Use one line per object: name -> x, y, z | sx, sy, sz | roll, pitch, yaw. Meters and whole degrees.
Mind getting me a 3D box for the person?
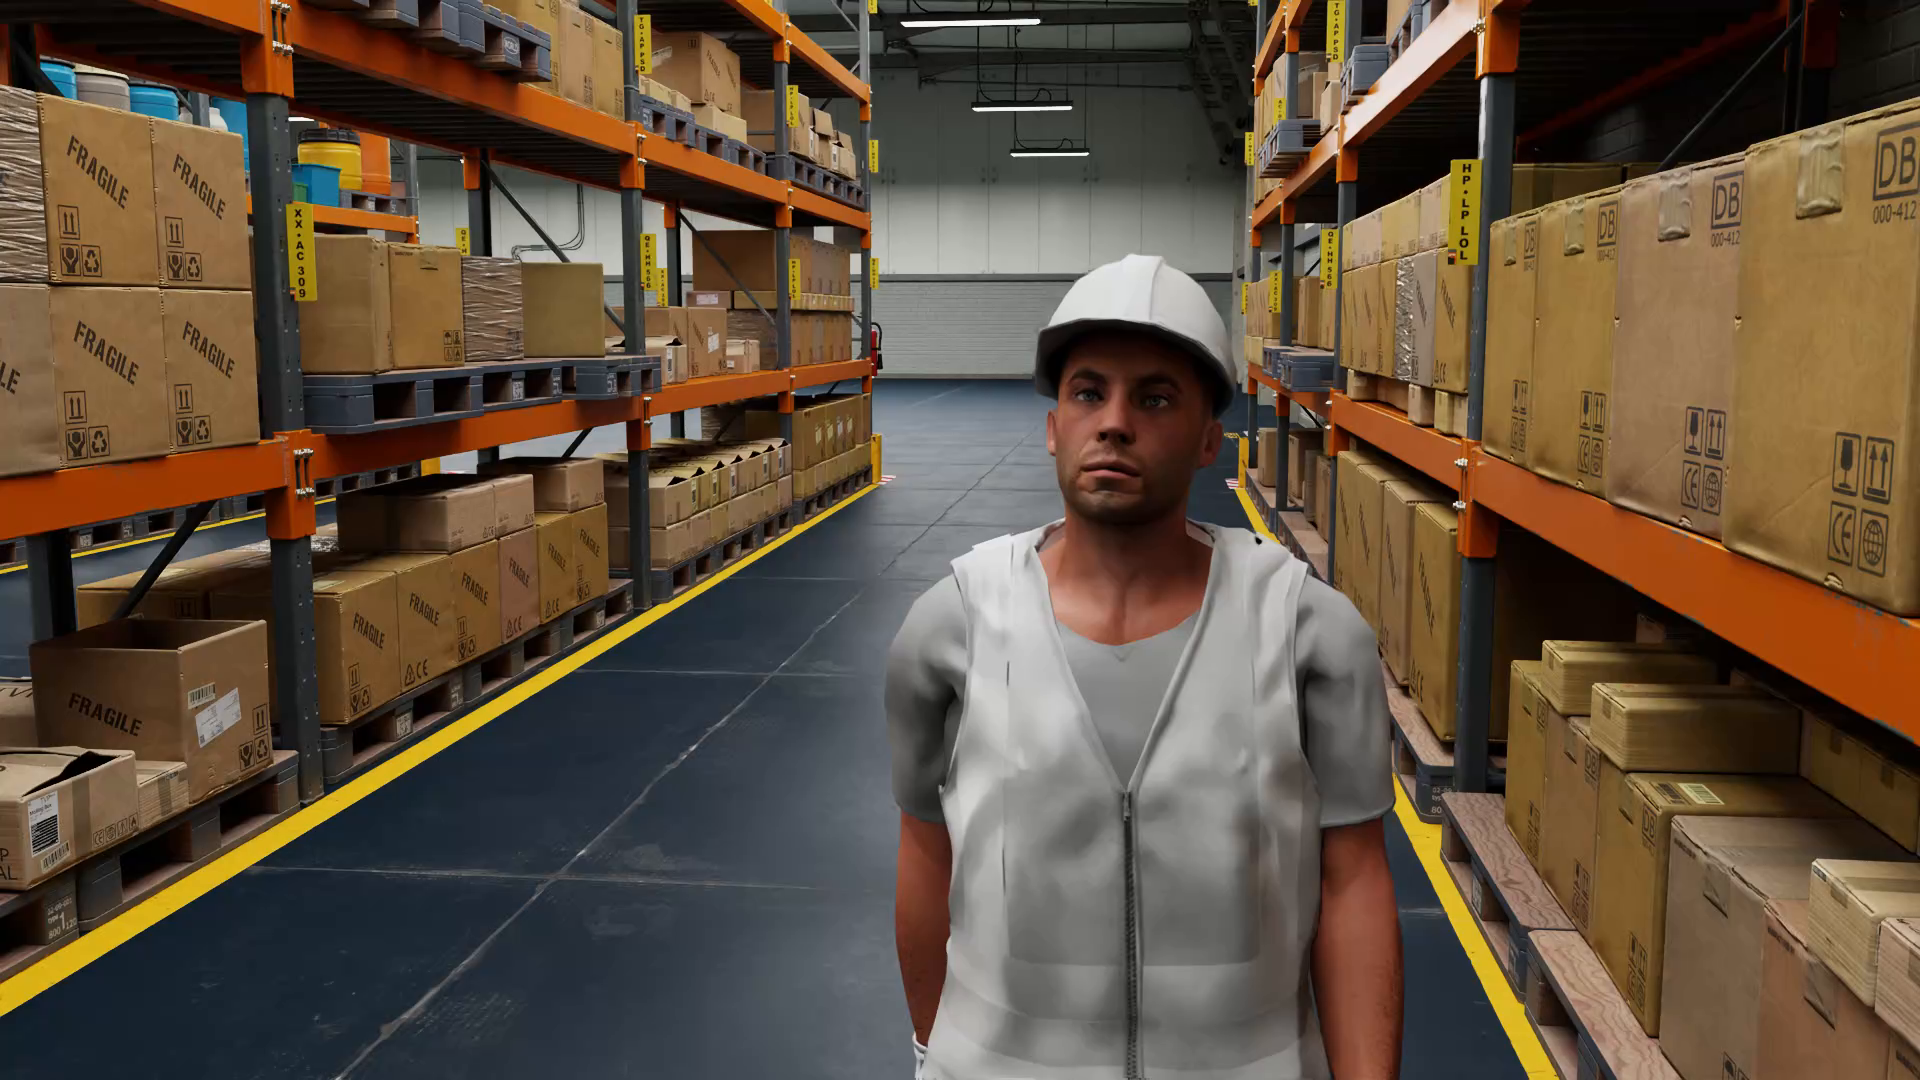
person -> 0.181, 0.588, 1.732 | 0.529, 1.751, 1.012 | 0, 7, 1
